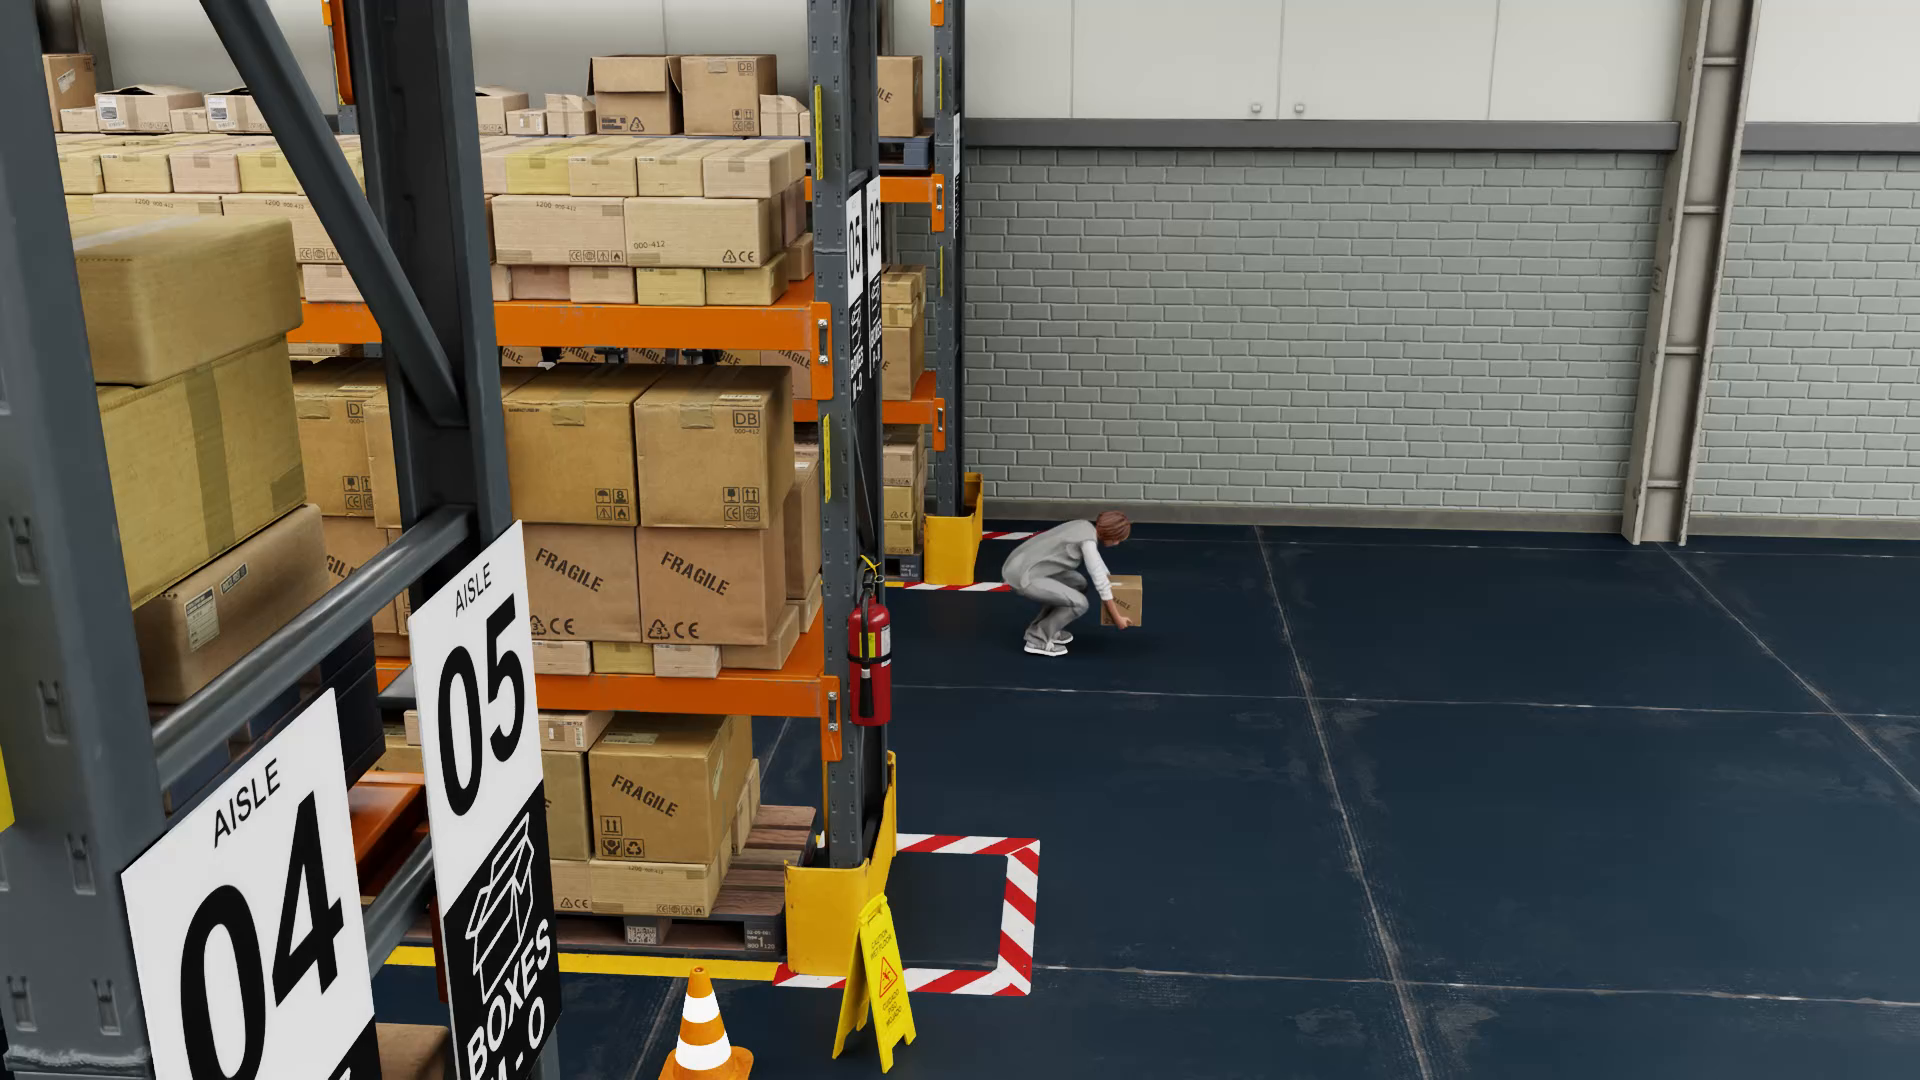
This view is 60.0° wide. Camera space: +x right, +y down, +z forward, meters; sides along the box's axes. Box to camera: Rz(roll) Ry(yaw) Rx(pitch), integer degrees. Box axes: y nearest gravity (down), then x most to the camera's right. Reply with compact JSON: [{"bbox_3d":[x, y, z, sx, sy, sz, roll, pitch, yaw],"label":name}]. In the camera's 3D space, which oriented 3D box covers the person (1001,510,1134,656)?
[{"bbox_3d":[0.675,0.261,10.414,0.835,0.896,0.419,1,18,3],"label":"person"}]
